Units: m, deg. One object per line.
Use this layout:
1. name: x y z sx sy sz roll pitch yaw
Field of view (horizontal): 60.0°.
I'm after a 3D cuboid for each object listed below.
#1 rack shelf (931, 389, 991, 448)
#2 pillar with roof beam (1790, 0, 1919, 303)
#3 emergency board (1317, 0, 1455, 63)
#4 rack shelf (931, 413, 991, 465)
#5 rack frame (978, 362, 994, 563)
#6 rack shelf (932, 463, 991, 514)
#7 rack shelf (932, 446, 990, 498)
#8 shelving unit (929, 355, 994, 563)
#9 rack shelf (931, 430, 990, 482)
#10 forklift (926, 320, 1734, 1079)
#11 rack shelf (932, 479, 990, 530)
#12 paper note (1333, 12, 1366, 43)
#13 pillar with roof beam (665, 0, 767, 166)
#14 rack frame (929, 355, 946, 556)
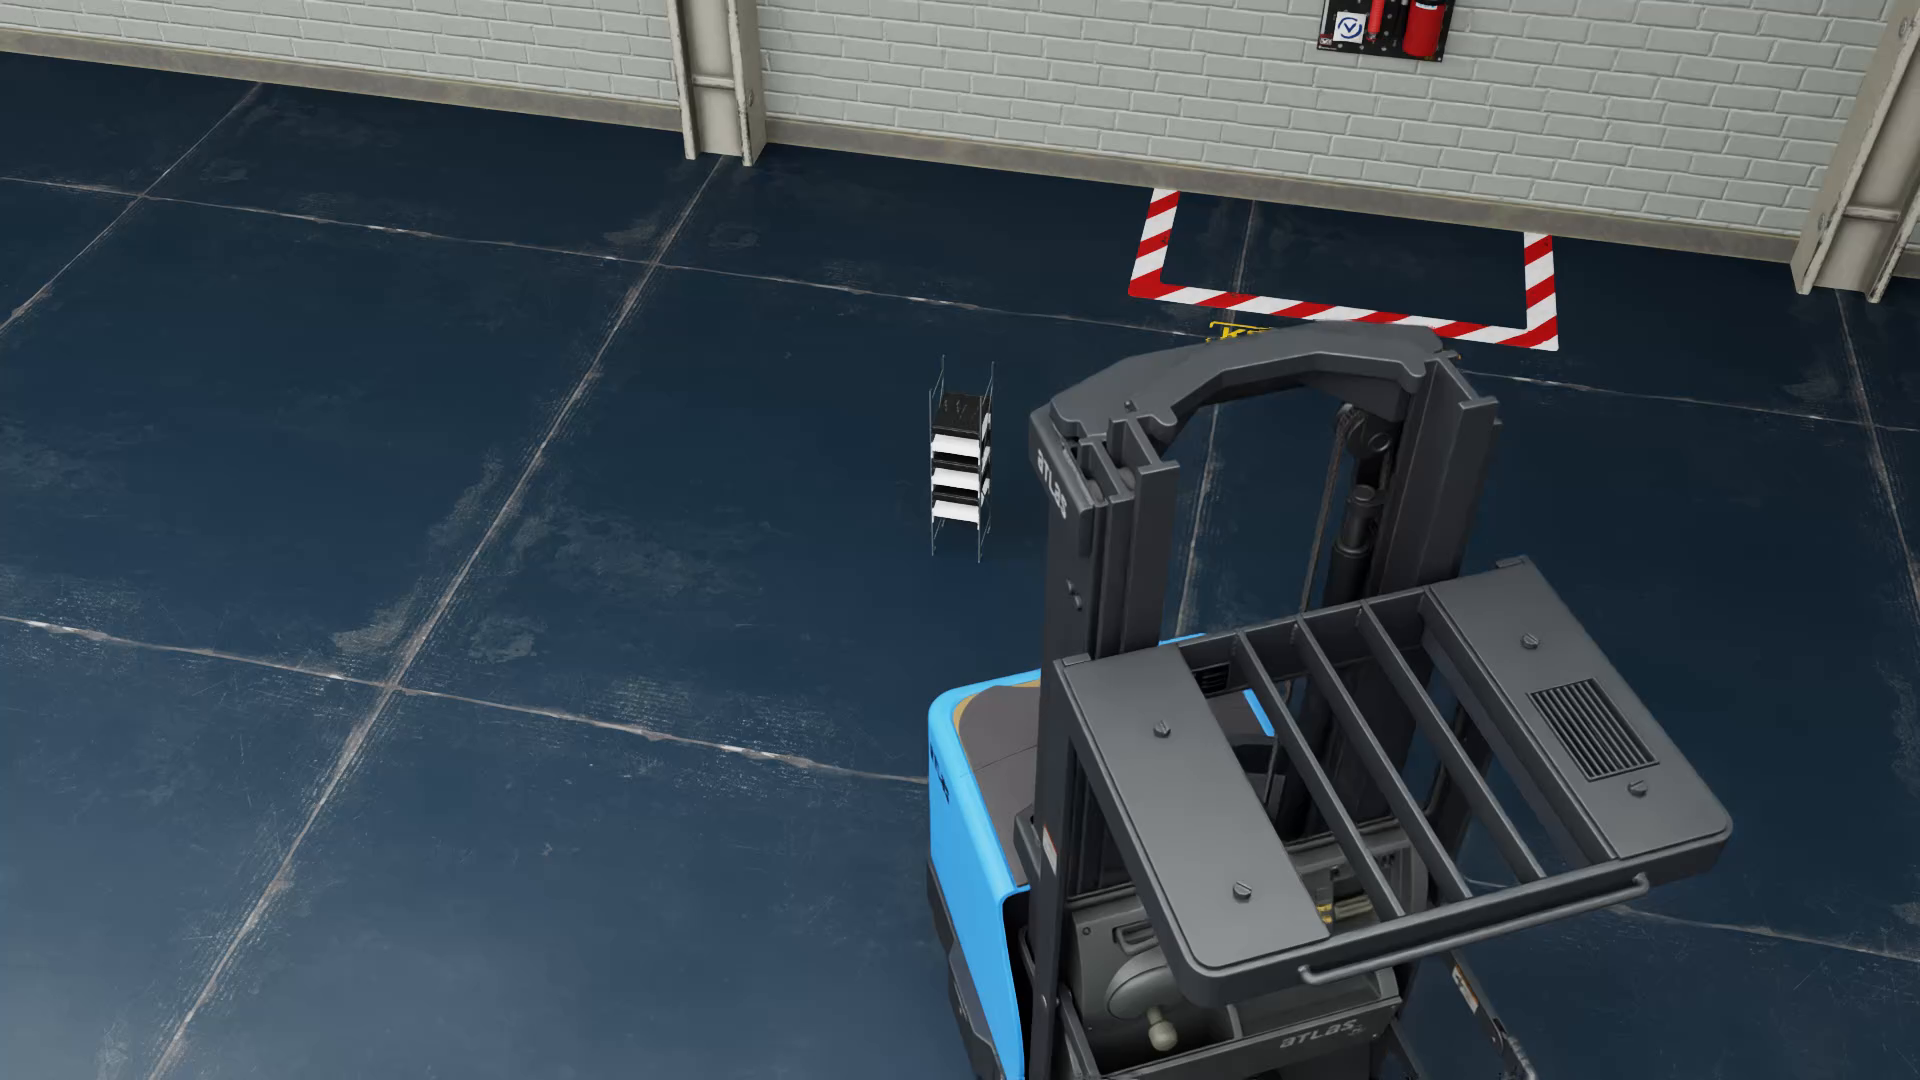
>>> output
1. rack shelf: 0.008 -0.493 6.733 0.200 0.077 0.258 9 45 9
2. pillar with roof beam: 3.580 -1.668 2.454 0.400 9.000 9.100 9 45 9
3. emergency board: 2.116 -2.820 7.976 0.643 1.169 0.194 9 45 9
4. rack shelf: 0.008 -0.429 6.795 0.200 0.077 0.258 9 45 9
5. rack frame: 0.107 -0.308 6.881 0.006 0.900 0.240 9 45 9
6. rack shelf: 0.008 -0.234 6.982 0.200 0.077 0.258 9 45 9
7. rack shelf: 0.008 -0.299 6.920 0.200 0.077 0.258 9 45 9
8. shelving unit: 0.008 -0.323 6.897 0.210 0.900 0.258 9 45 9
9. rack shelf: 0.008 -0.364 6.857 0.200 0.077 0.258 9 45 9
10. forklift: 0.794 1.080 3.975 1.130 2.935 3.031 -12 45 -12
11. rack shelf: 0.008 -0.169 7.045 0.200 0.077 0.258 9 45 9
12. paper note: 1.959 -2.576 8.358 0.142 0.148 0.016 9 45 9
13. pillar with roof beam: -2.276 -2.576 3.397 0.400 9.000 9.100 9 45 9
14. rack frame: -0.091 -0.338 6.913 0.006 0.900 0.240 9 45 9
